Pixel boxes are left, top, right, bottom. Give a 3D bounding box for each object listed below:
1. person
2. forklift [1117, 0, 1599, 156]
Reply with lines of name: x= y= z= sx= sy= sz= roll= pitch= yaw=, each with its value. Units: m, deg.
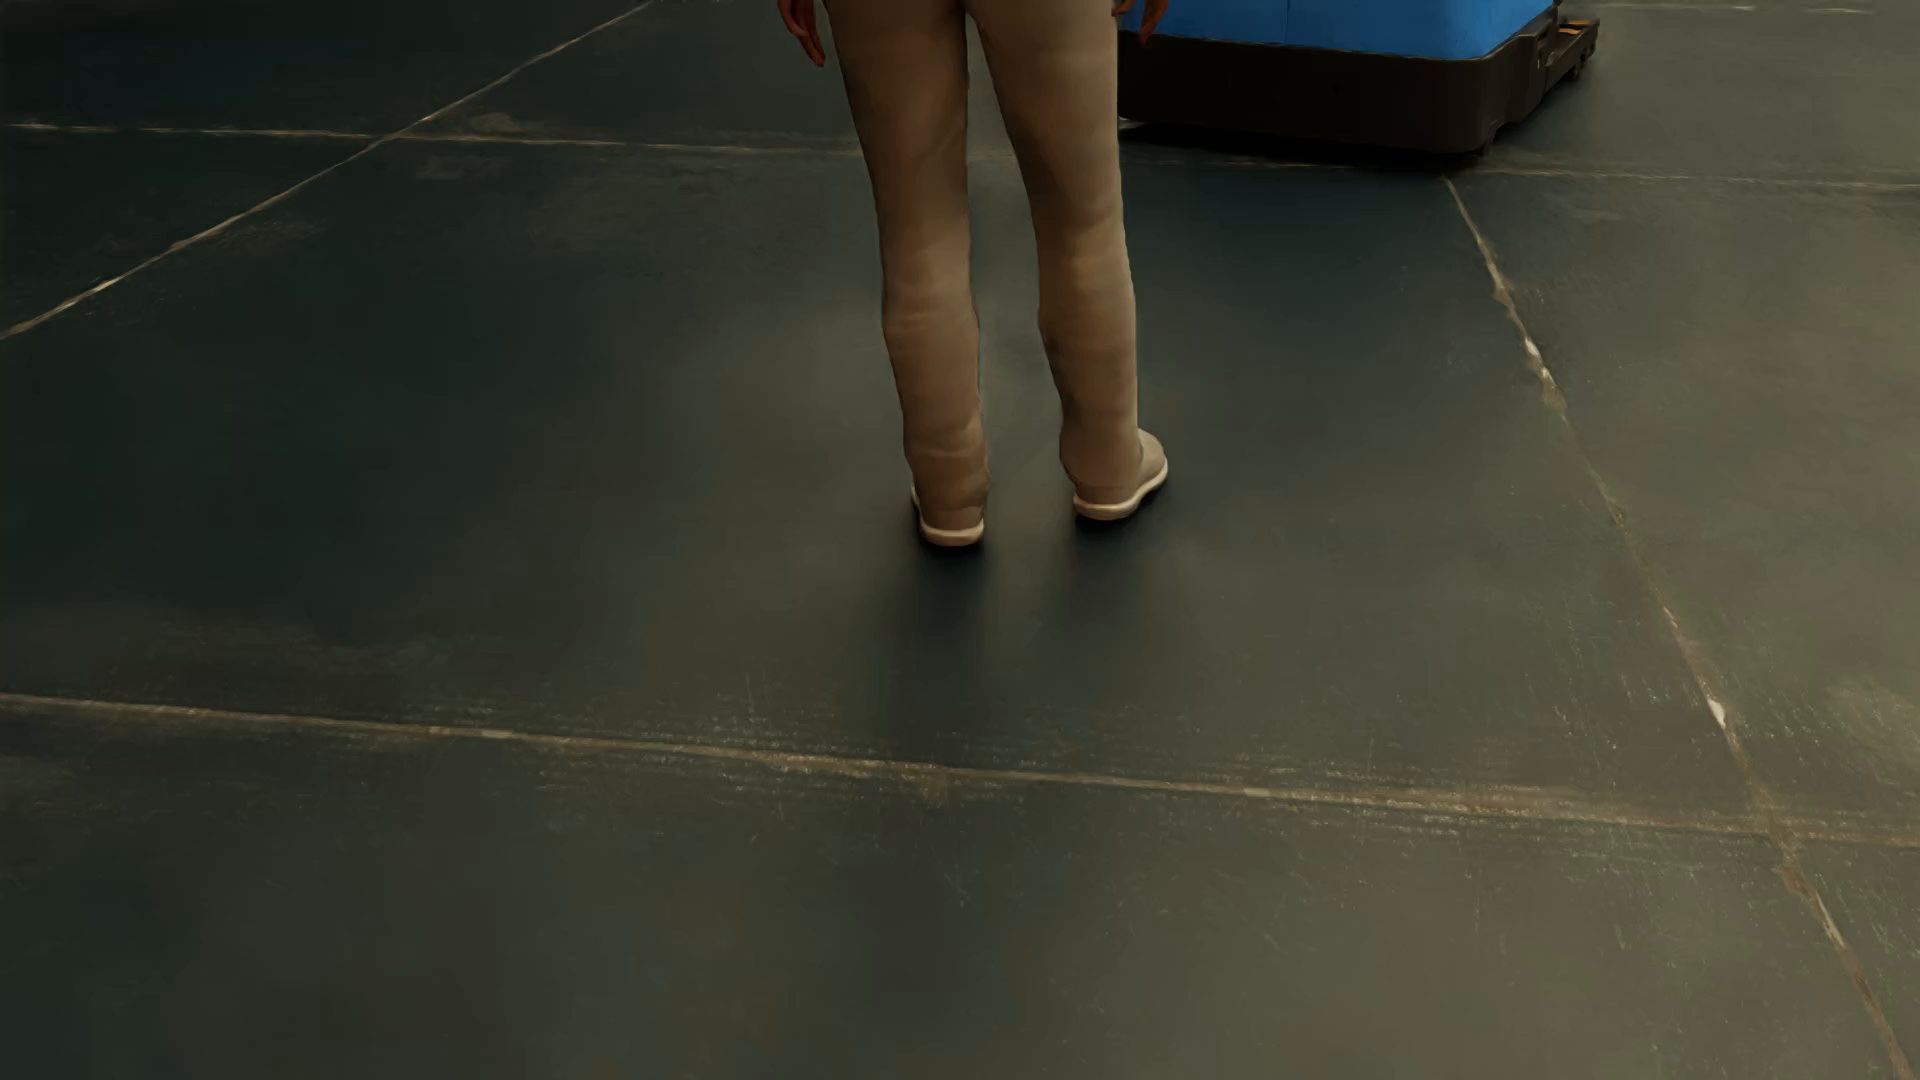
person: x=0.029 y=-0.797 z=2.183 sx=0.570 sy=1.695 sz=0.529 roll=3 pitch=27 yaw=7
forklift: x=1.571 y=-2.958 z=5.146 sx=1.130 sy=2.935 sz=3.031 roll=13 pitch=29 yaw=24
